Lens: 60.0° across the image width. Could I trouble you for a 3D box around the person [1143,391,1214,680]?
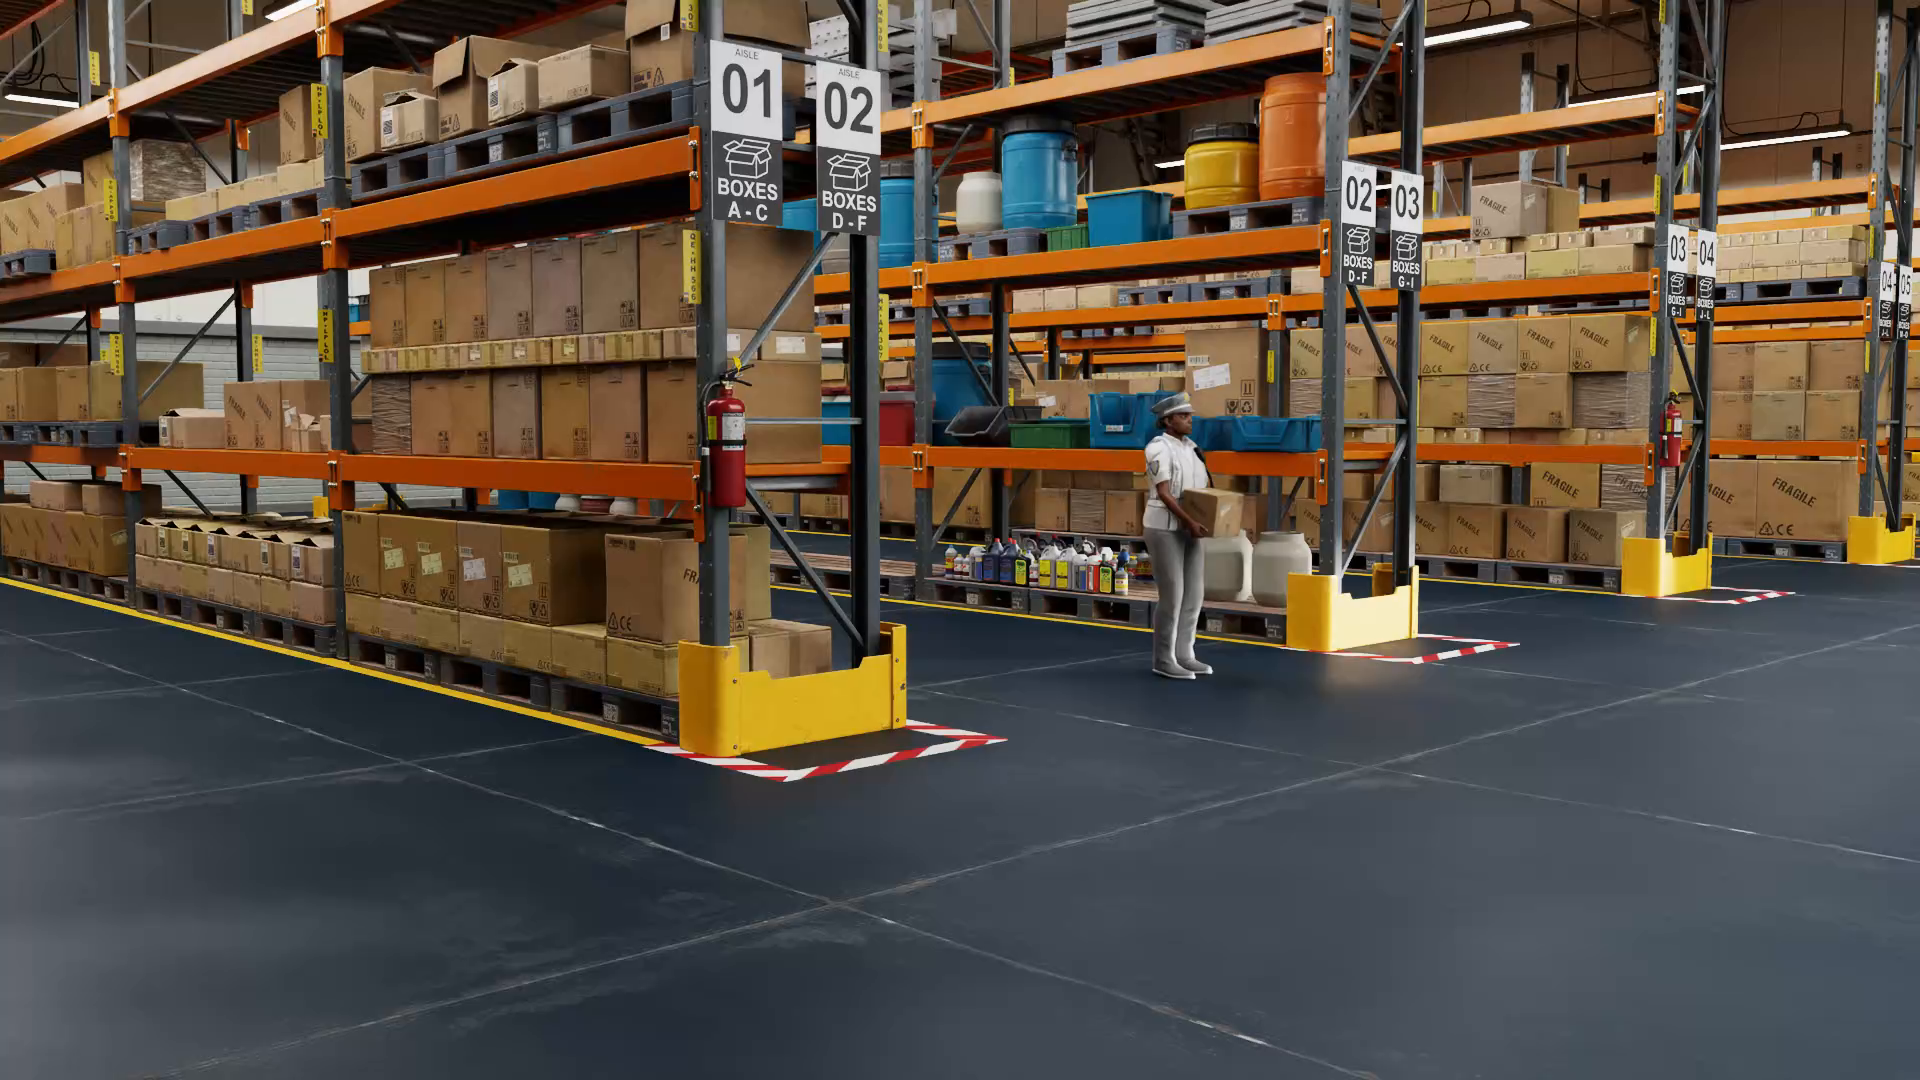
[{"bbox_3d":[1.345,-0.032,9.848,0.442,1.692,0.517,-4,6,-44],"label":"person"}]
